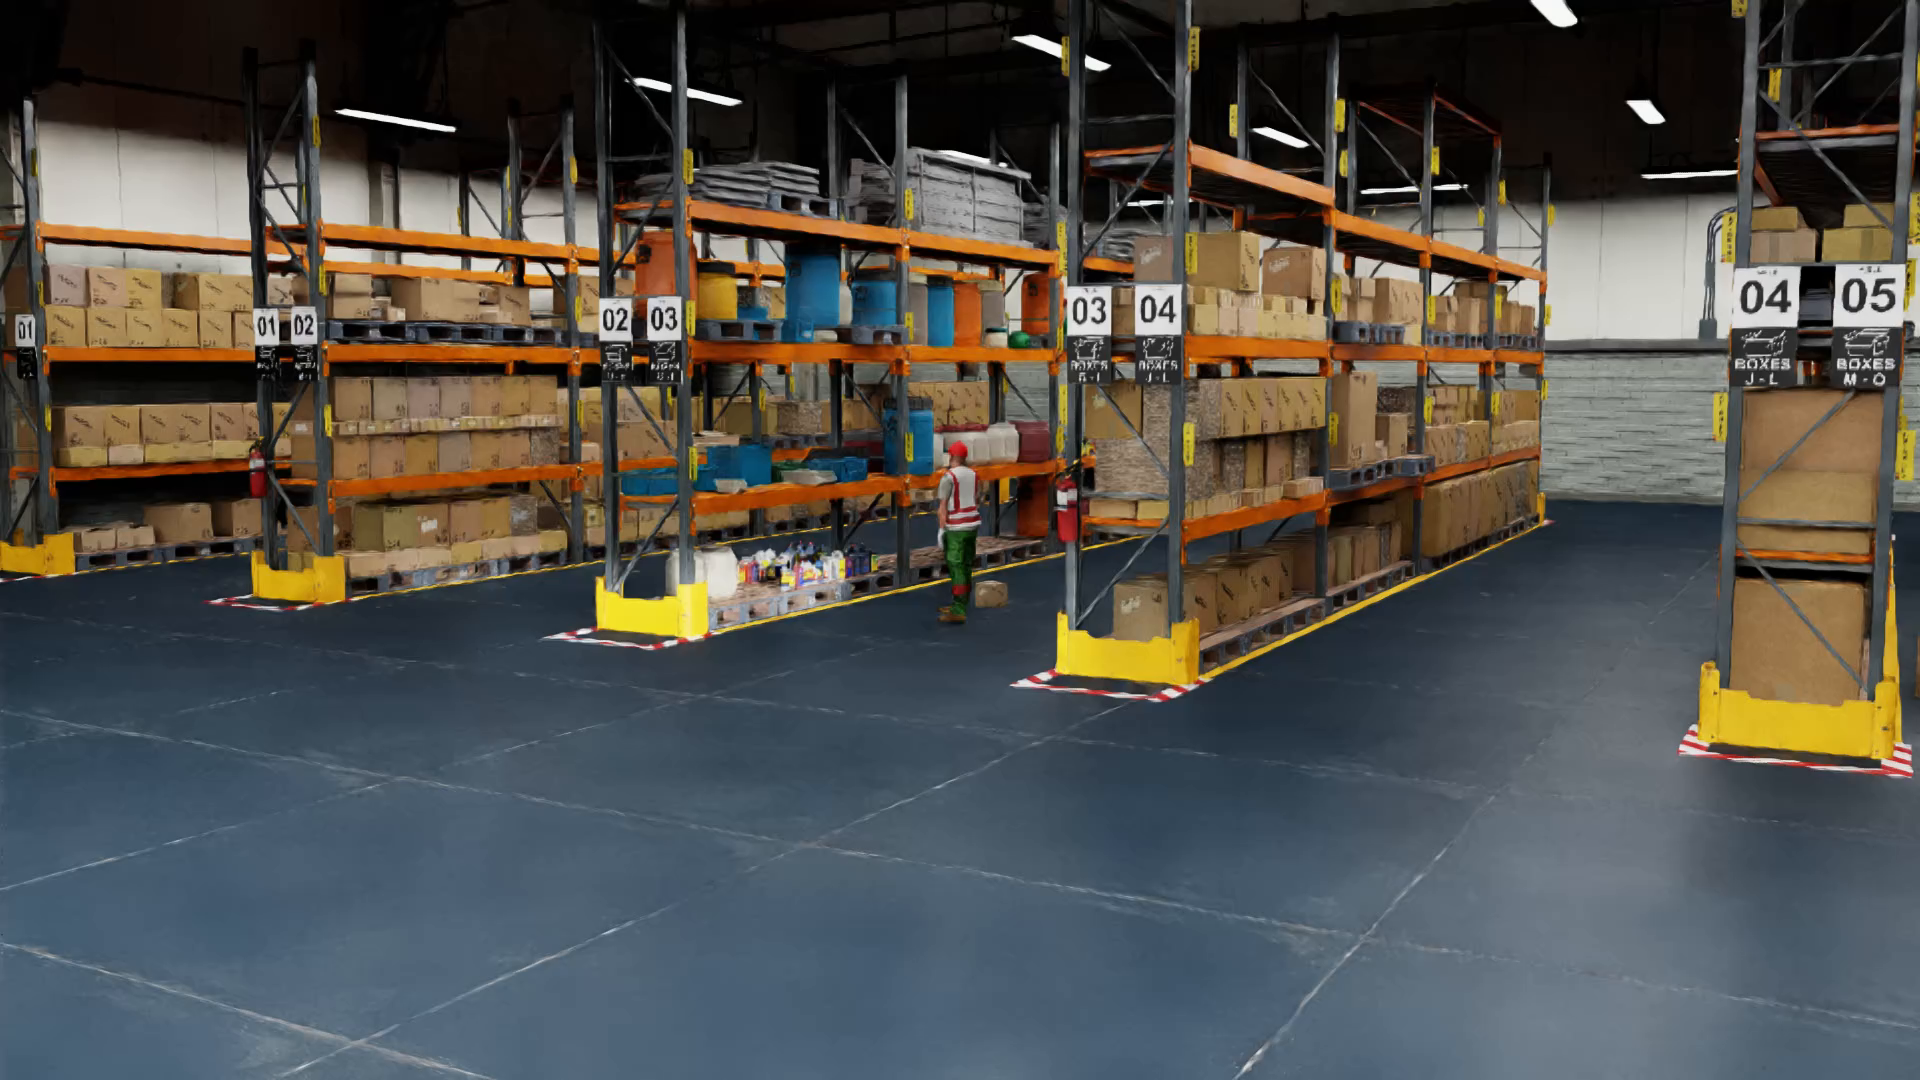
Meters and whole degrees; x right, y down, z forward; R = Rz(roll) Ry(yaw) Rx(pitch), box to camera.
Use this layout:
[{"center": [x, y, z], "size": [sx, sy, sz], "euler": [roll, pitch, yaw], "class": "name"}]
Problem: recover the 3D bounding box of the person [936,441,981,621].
[{"center": [-0.054, -0.099, 16.726], "size": [0.525, 1.792, 0.575], "euler": [6, 8, 44], "class": "person"}]
